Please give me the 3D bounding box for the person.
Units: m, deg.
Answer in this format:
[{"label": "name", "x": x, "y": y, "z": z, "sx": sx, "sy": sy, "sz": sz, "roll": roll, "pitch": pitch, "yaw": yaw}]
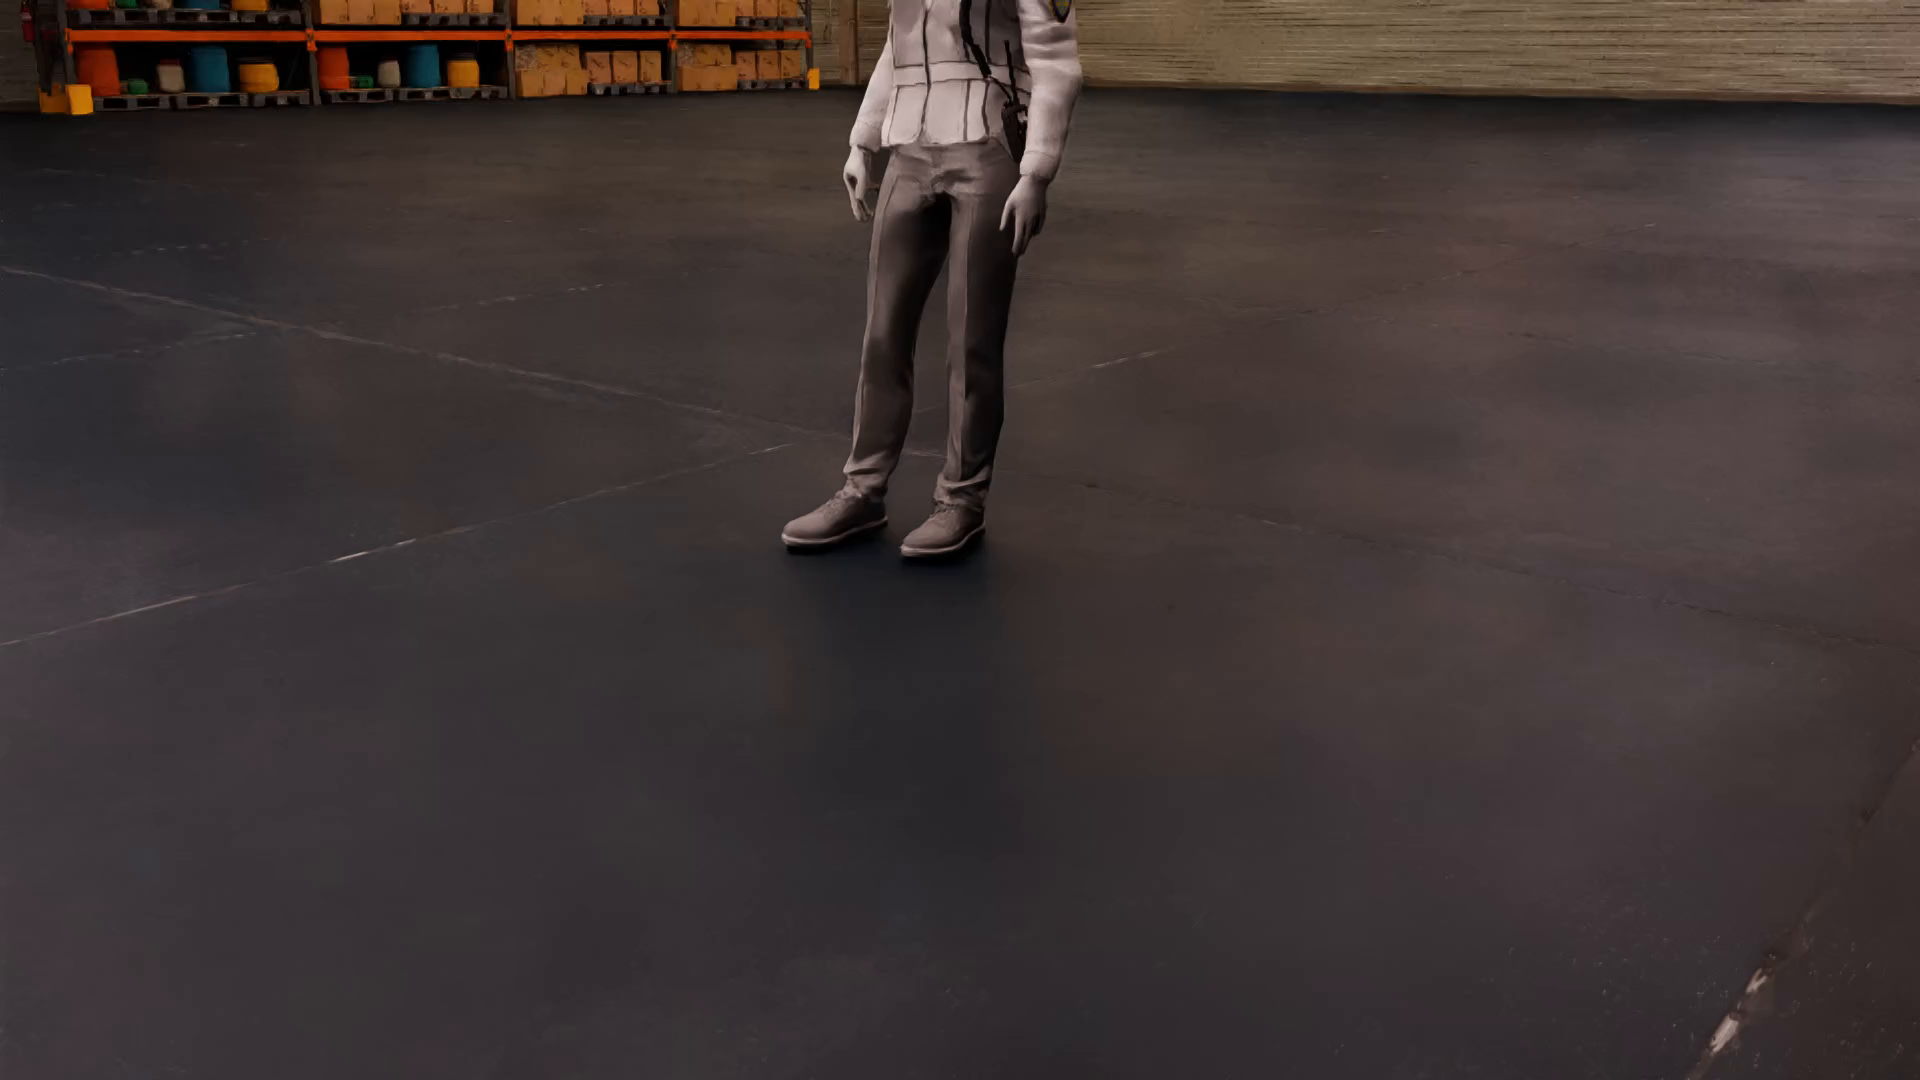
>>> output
[{"label": "person", "x": -0.048, "y": -0.804, "z": 3.648, "sx": 0.586, "sy": 1.695, "sz": 0.532, "roll": 13, "pitch": 21, "yaw": 37}]
